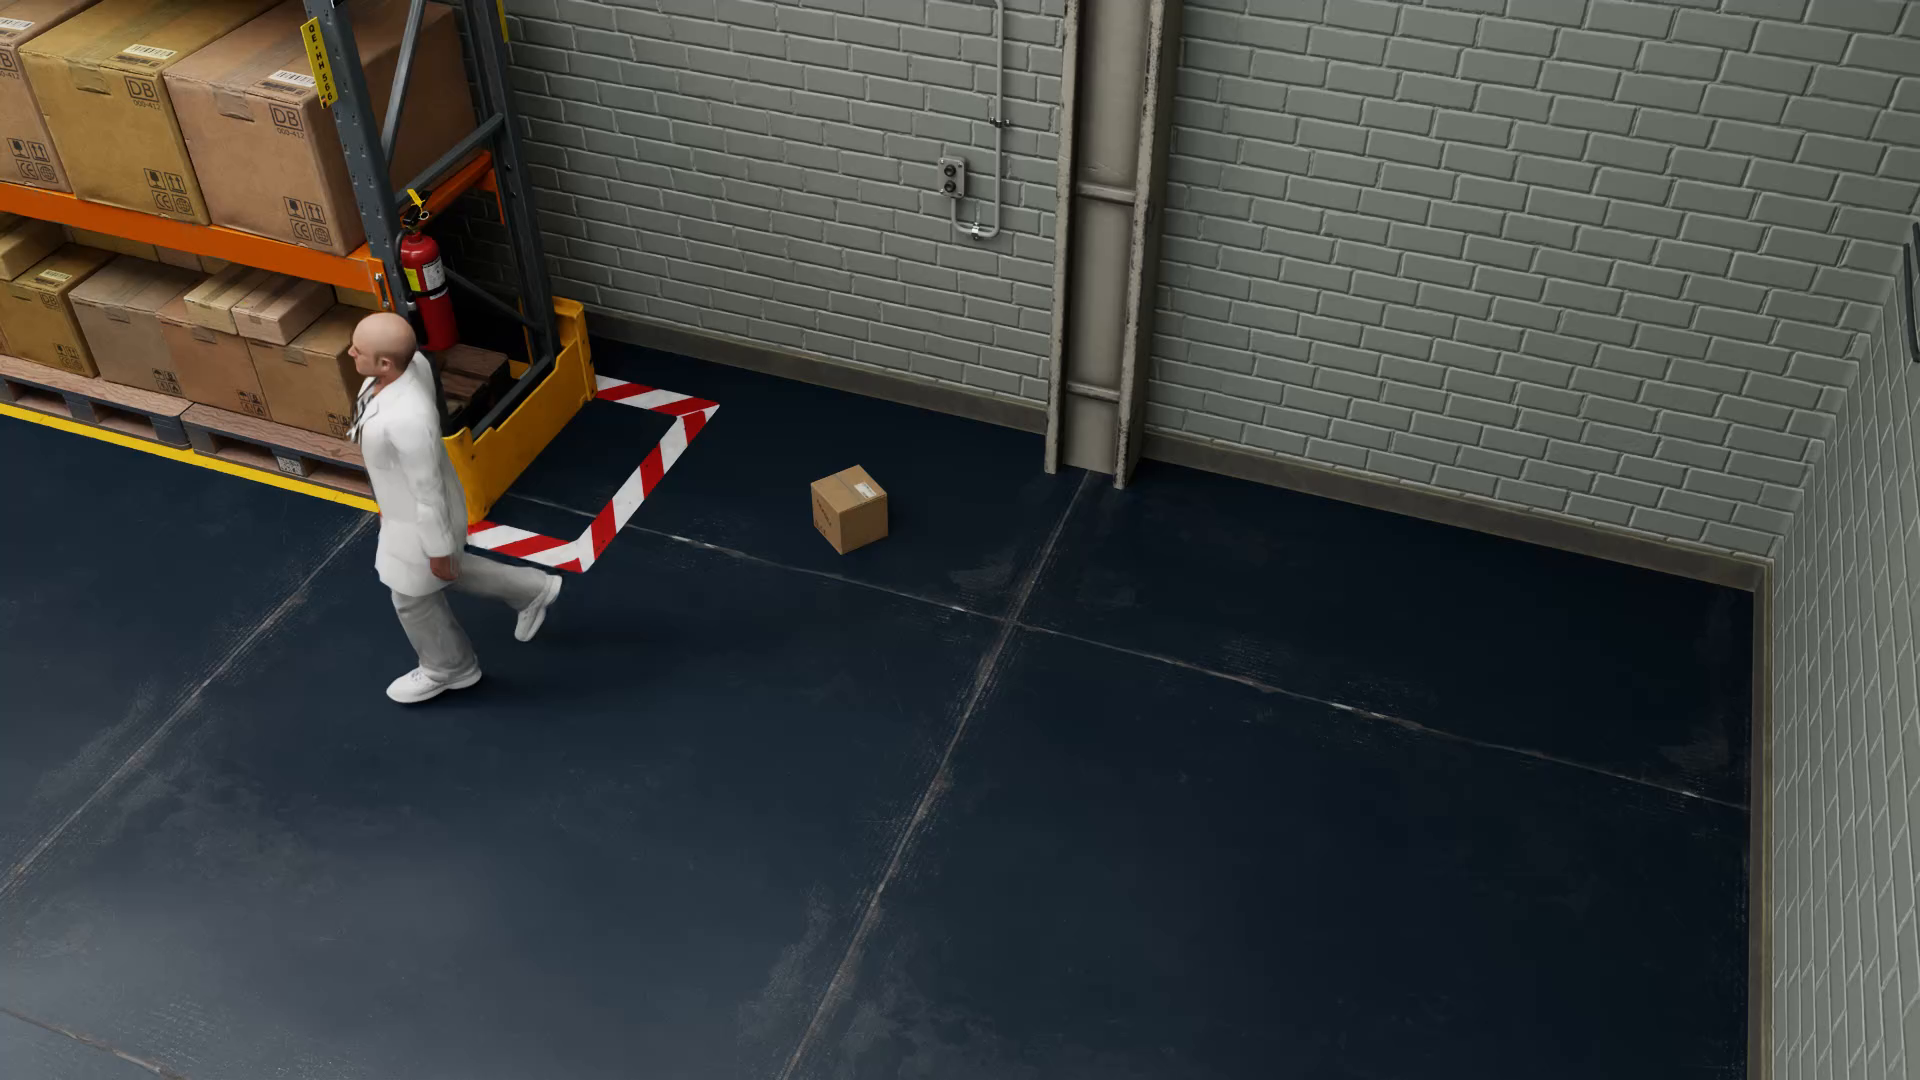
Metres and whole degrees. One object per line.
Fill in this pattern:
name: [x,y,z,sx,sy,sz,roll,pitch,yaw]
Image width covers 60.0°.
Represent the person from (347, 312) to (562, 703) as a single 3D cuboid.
person: [-1.962,-0.124,6.284,0.765,1.756,0.580,-12,42,-13]
